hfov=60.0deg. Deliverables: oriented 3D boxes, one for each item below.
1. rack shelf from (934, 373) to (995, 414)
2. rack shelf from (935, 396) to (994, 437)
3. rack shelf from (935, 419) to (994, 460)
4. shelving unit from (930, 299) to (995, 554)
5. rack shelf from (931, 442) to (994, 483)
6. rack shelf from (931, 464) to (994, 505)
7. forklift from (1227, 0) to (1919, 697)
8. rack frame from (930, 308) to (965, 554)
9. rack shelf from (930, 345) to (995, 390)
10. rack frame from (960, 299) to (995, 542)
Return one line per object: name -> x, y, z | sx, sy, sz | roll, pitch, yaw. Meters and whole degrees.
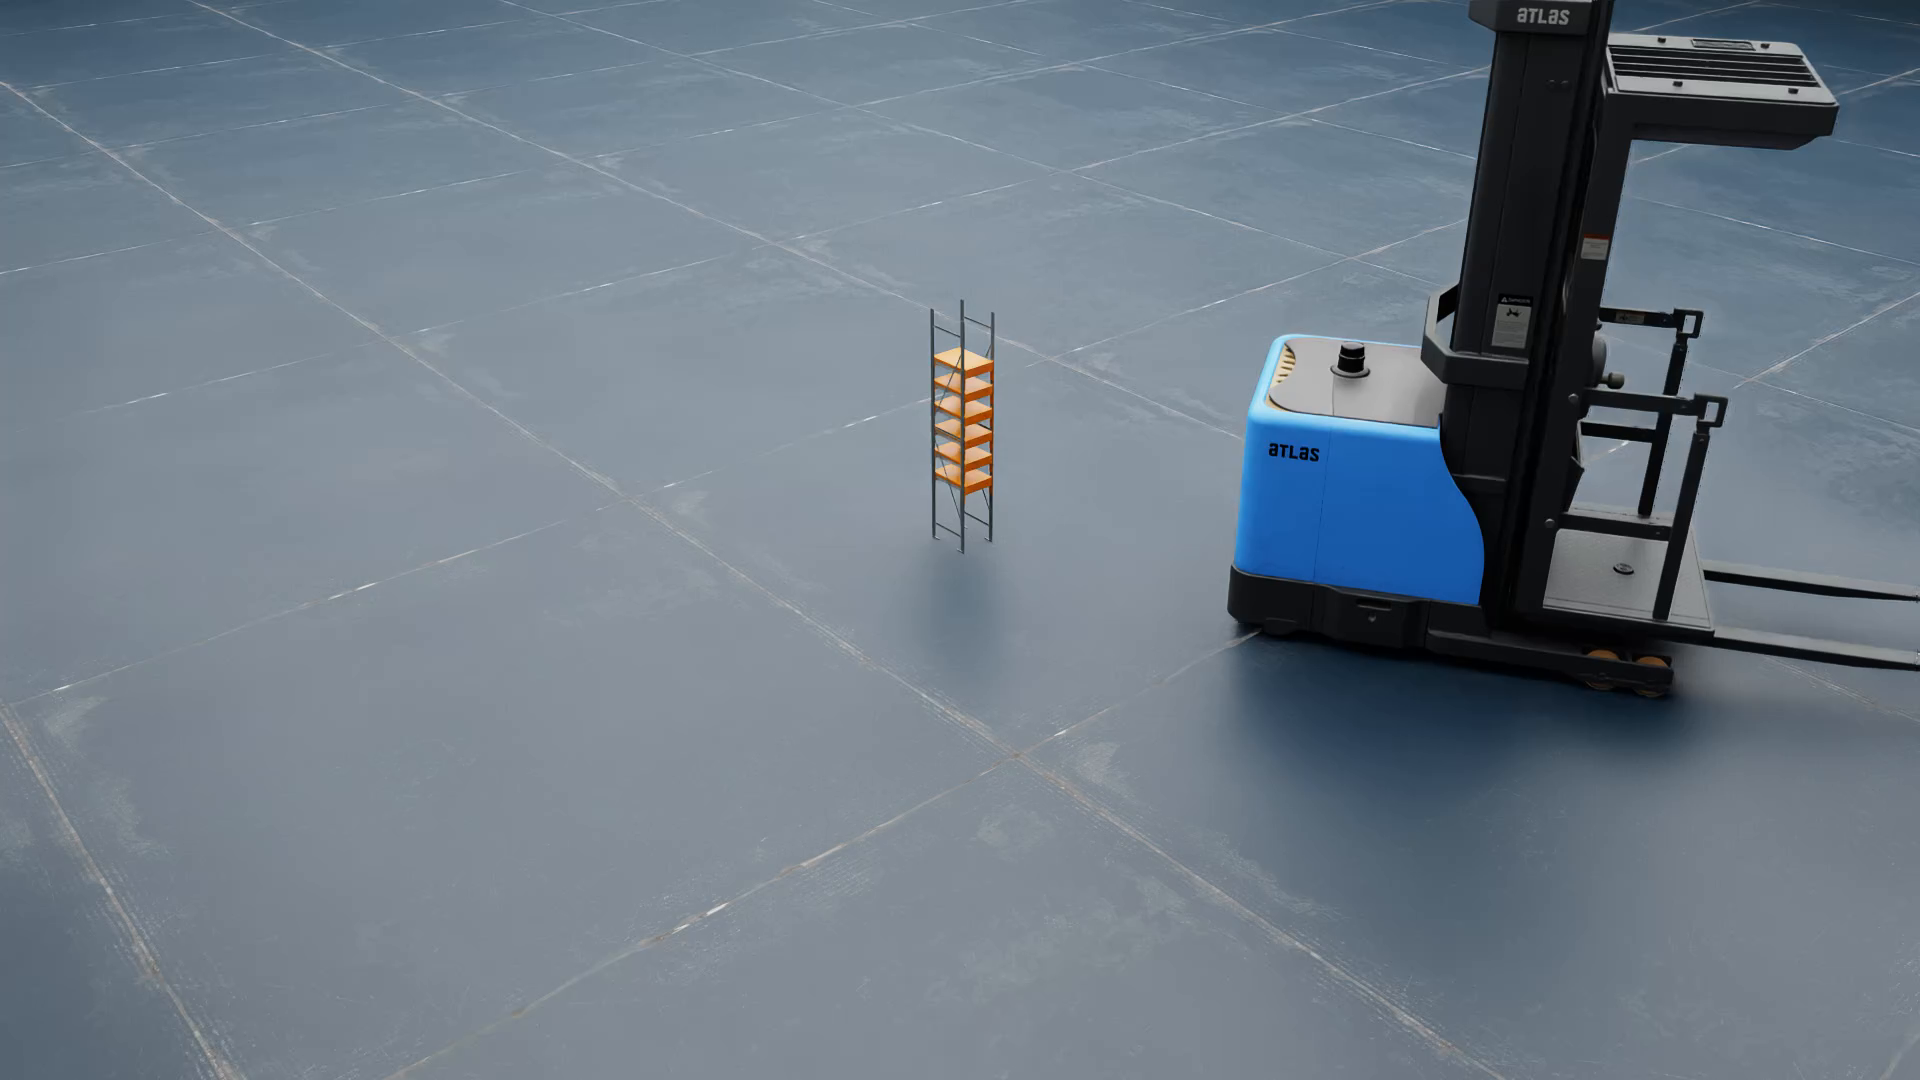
rack shelf -> 0.011, -0.706, 7.883 | 0.180, 0.103, 0.258 | -22, 35, -35
rack shelf -> 0.011, -0.600, 7.940 | 0.180, 0.103, 0.258 | -22, 35, -35
rack shelf -> 0.011, -0.494, 7.996 | 0.180, 0.103, 0.258 | -22, 35, -35
shelving unit -> 0.011, -0.534, 7.975 | 0.189, 1.200, 0.258 | -22, 35, -35
rack shelf -> 0.011, -0.389, 8.053 | 0.180, 0.103, 0.258 | -22, 35, -35
rack shelf -> 0.011, -0.283, 8.110 | 0.180, 0.103, 0.258 | -22, 35, -35
forklift -> 2.782, -0.911, 6.845 | 3.031, 2.935, 1.130 | 8, 29, 14
rack frame -> -0.059, -0.506, 7.923 | 0.006, 1.200, 0.240 | -22, 35, -35
rack shelf -> 0.011, -0.812, 7.827 | 0.180, 0.103, 0.258 | -22, 35, -35
rack frame -> 0.081, -0.562, 8.028 | 0.006, 1.200, 0.240 | -22, 35, -35
